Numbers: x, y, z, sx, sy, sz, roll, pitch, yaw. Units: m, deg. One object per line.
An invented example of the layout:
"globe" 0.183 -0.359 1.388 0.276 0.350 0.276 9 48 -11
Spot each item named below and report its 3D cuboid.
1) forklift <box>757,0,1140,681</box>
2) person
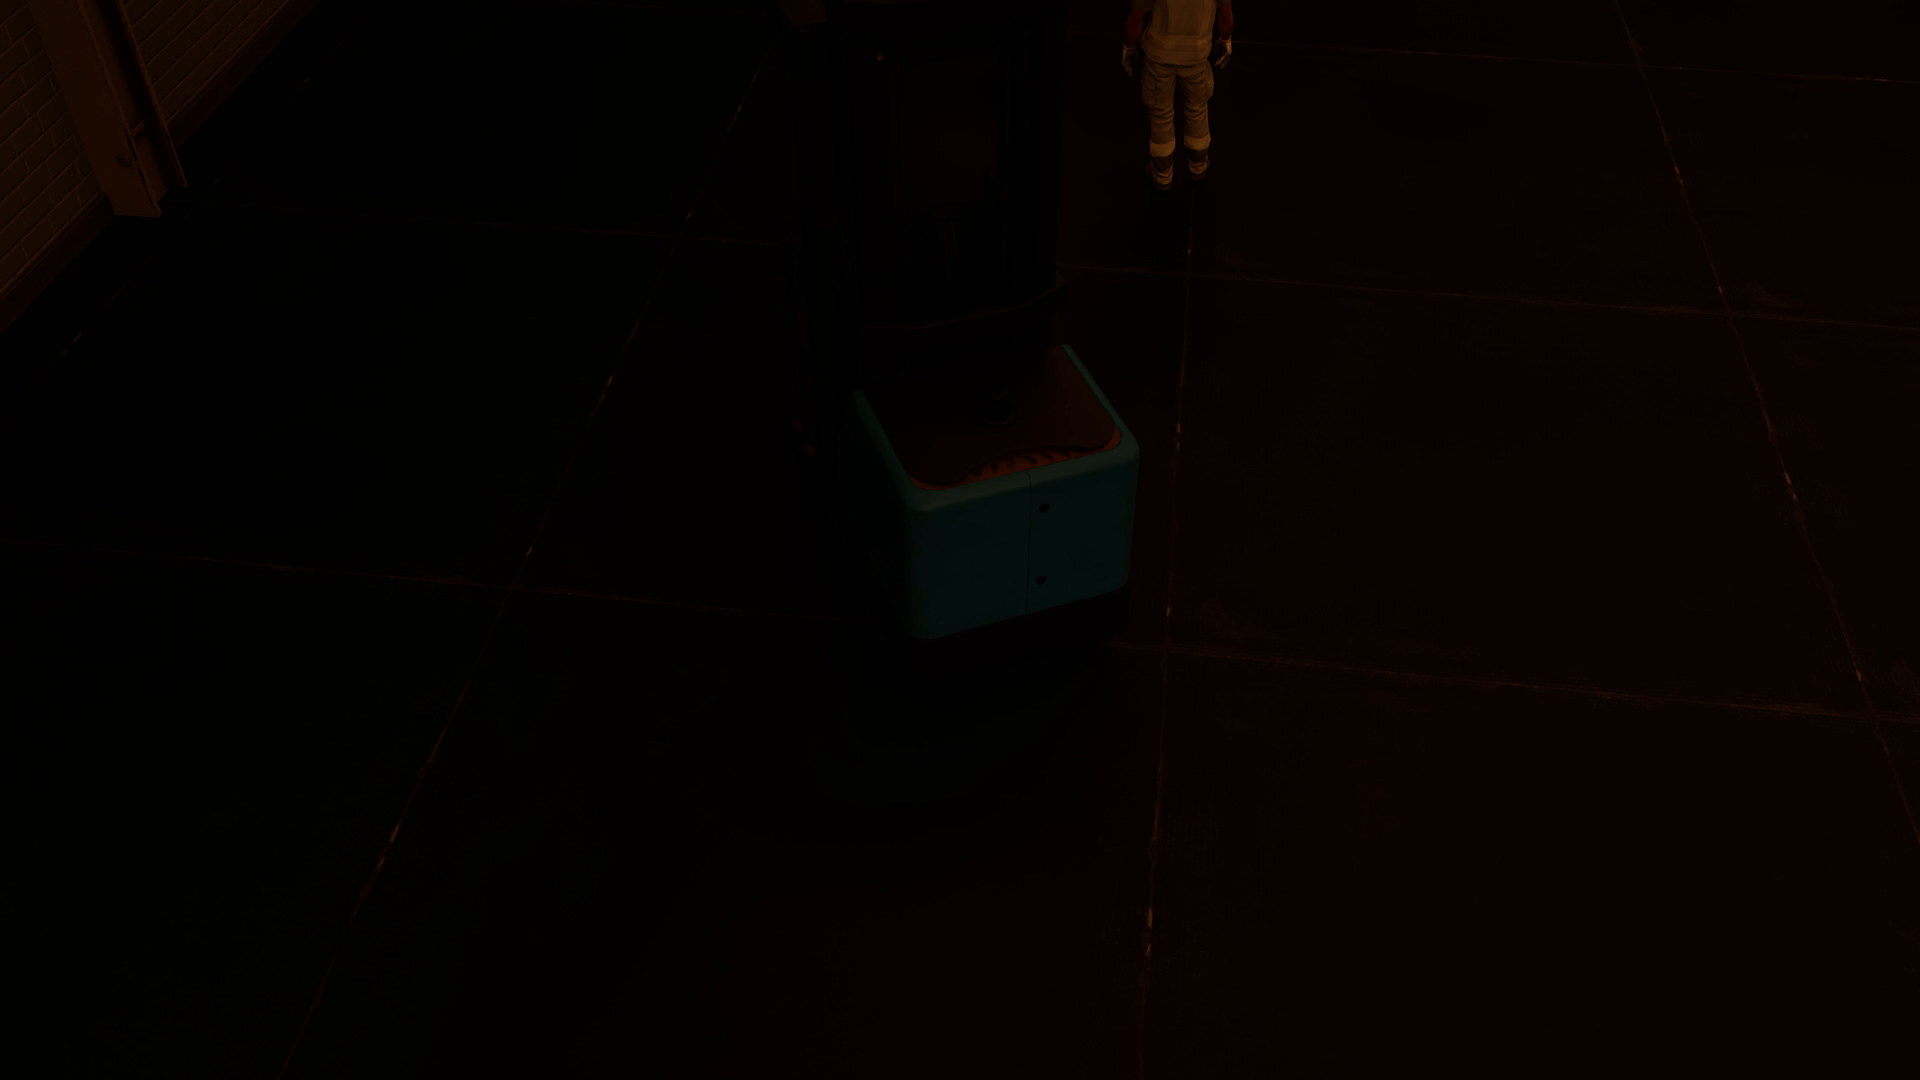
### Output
"forklift" -0.234 -1.487 7.343 1.130 2.935 3.031 -14 44 -15
"person" 1.260 -2.880 9.693 0.638 1.787 0.564 -1 43 -1
